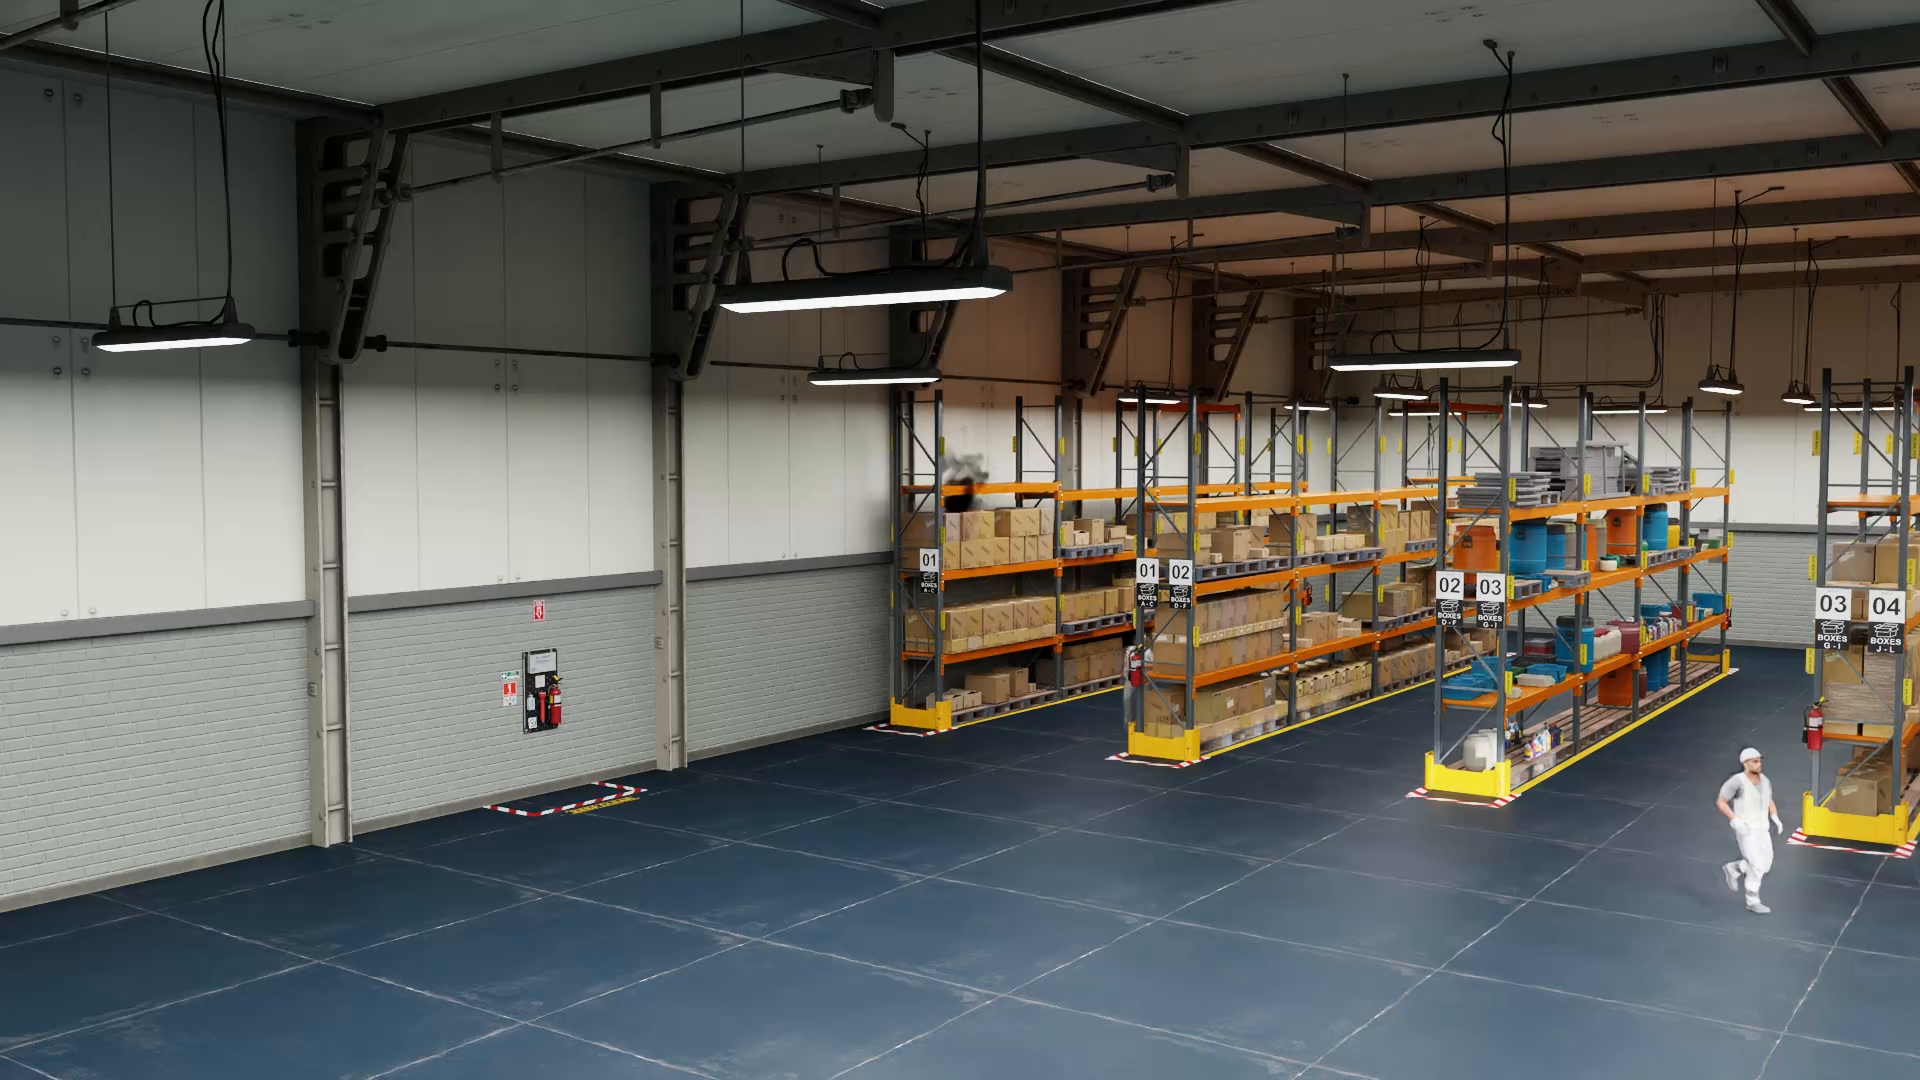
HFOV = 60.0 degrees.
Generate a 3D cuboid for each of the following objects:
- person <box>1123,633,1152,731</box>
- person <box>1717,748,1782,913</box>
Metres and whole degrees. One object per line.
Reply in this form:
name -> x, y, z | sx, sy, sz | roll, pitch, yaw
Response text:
person -> 3.152, 2.509, 29.564 | 0.580, 1.727, 0.770 | 1, 3, 21
person -> 8.519, 3.115, 17.984 | 0.698, 1.744, 0.673 | -1, 3, -20
